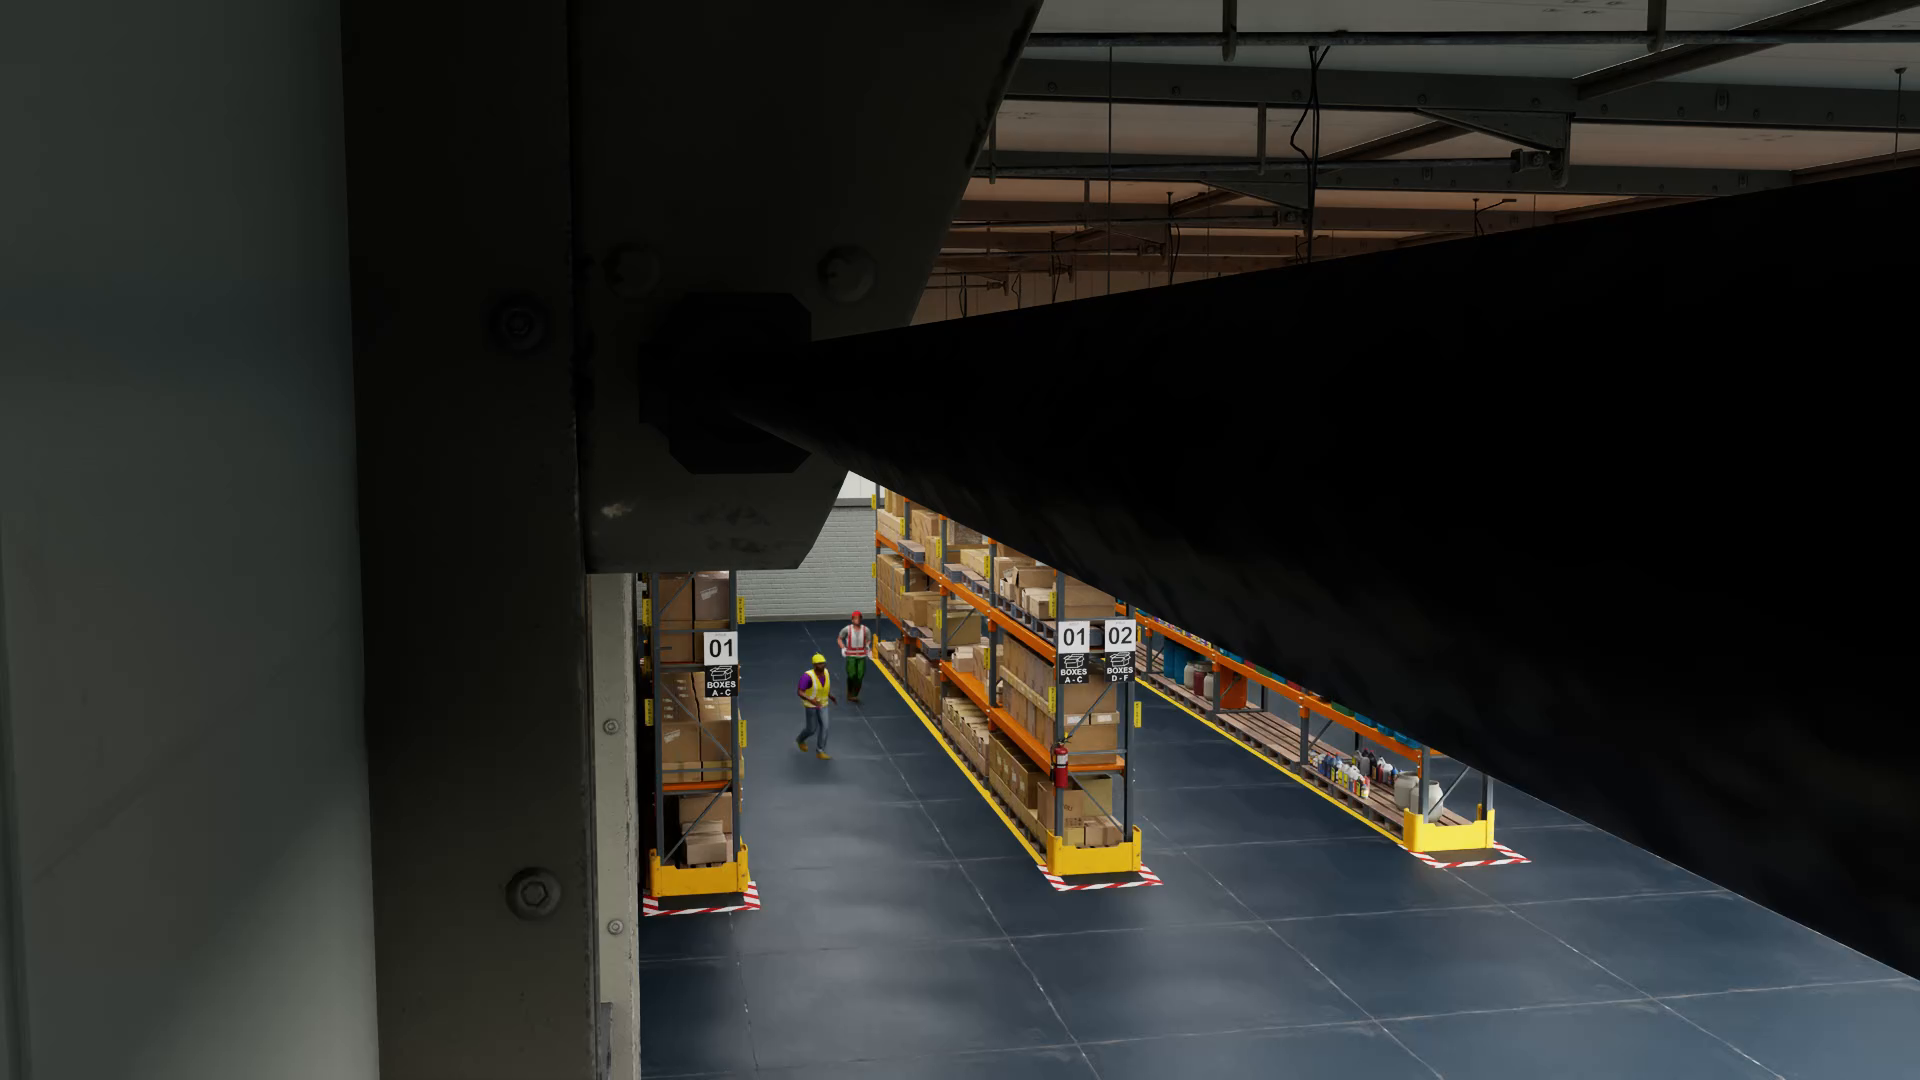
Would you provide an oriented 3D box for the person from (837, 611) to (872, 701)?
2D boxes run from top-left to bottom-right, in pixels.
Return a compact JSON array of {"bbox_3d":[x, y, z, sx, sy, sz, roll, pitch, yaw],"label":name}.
[{"bbox_3d":[-1.967,2.216,31.502,0.636,1.739,0.596,-1,6,-14],"label":"person"}]

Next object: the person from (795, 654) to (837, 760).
[{"bbox_3d":[-2.402,2.694,27.146,0.695,1.723,0.851,-4,7,-36],"label":"person"}]

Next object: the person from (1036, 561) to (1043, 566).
[{"bbox_3d":[1.540,1.375,40.276,1.040,1.735,0.733,0,6,3],"label":"person"}]
